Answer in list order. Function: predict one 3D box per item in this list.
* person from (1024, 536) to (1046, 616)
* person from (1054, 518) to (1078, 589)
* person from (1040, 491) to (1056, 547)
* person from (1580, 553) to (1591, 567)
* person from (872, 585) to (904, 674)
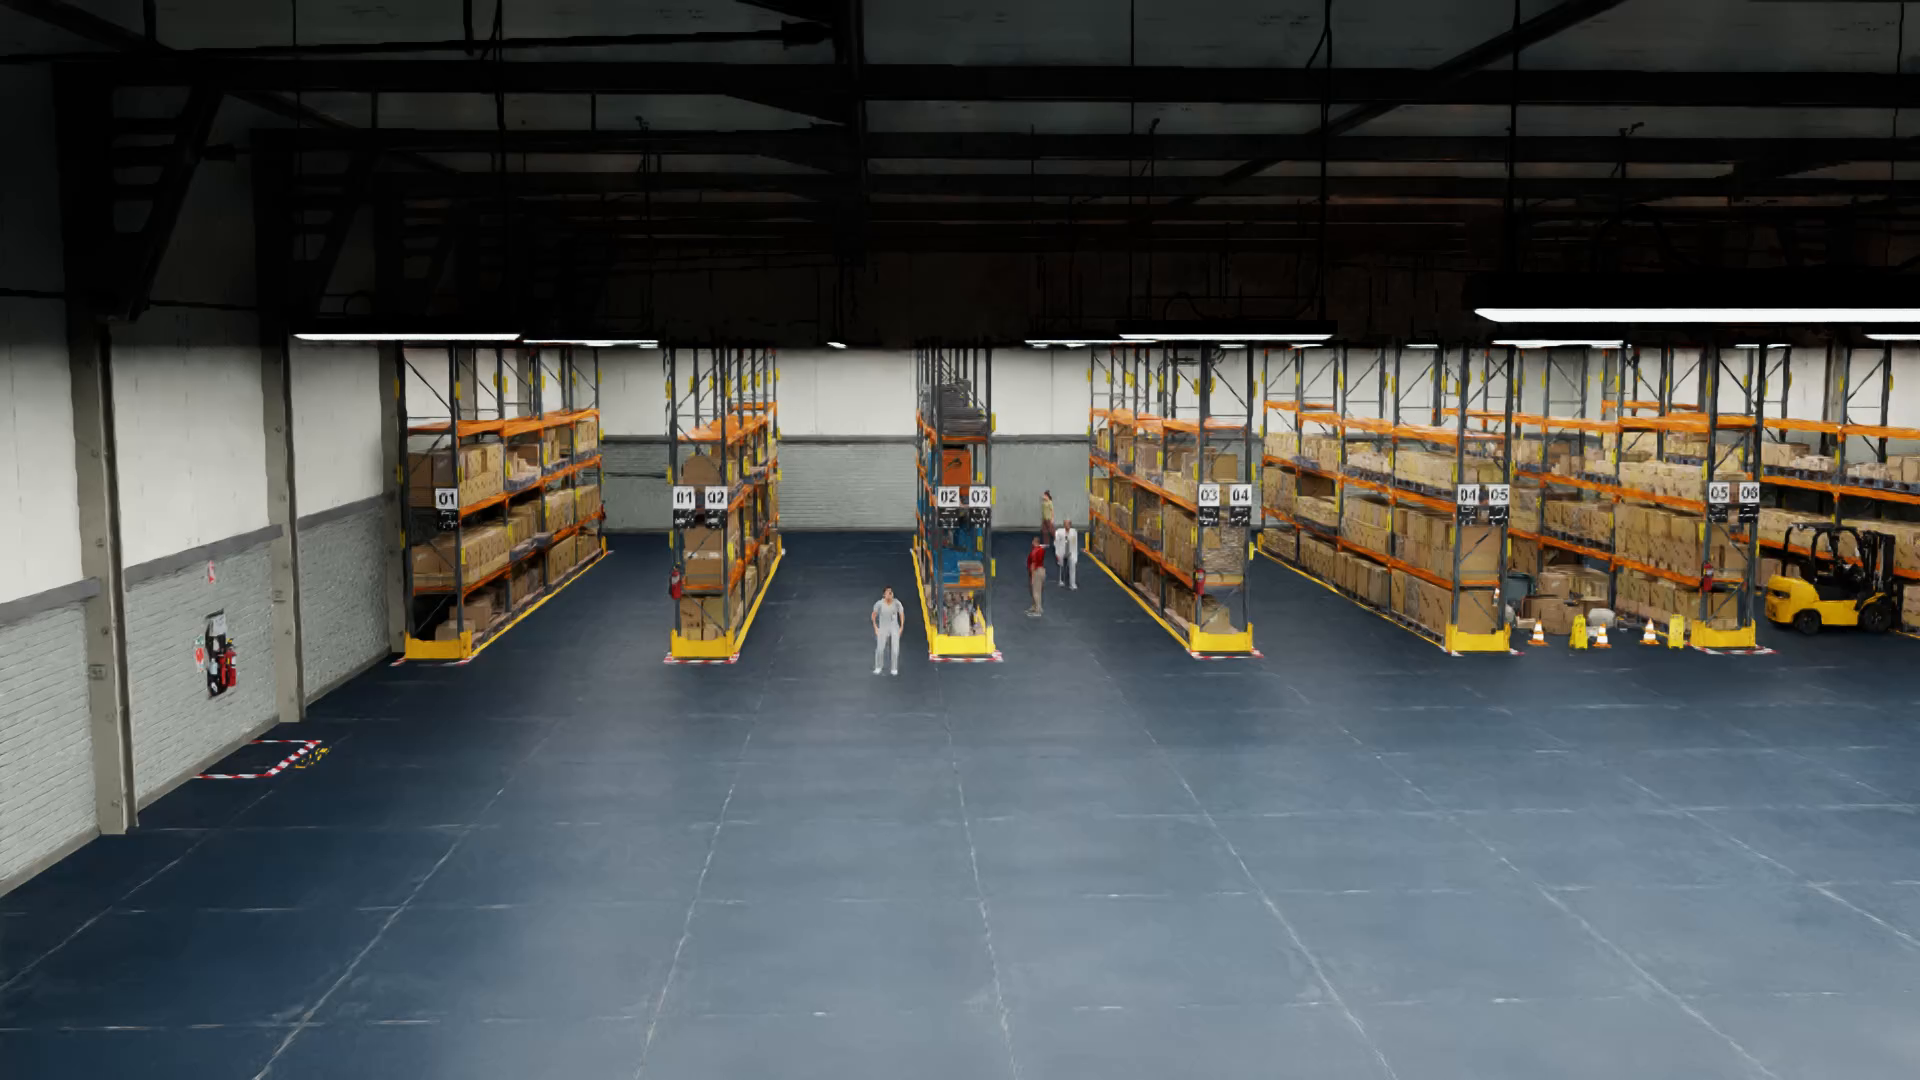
[{"bbox_3d":[1.602,0.769,35.999,0.495,1.731,0.588,3,7,27],"label":"person"},{"bbox_3d":[2.563,0.312,40.072,0.585,1.698,1.194,0,6,-1],"label":"person"},{"bbox_3d":[2.627,-0.614,48.611,0.535,1.662,0.562,-4,7,-30],"label":"person"},{"bbox_3d":[16.292,-0.122,43.641,0.580,1.760,0.673,3,7,26],"label":"person"},{"bbox_3d":[-1.274,1.587,29.444,0.580,1.619,0.507,-1,7,-5],"label":"person"}]
